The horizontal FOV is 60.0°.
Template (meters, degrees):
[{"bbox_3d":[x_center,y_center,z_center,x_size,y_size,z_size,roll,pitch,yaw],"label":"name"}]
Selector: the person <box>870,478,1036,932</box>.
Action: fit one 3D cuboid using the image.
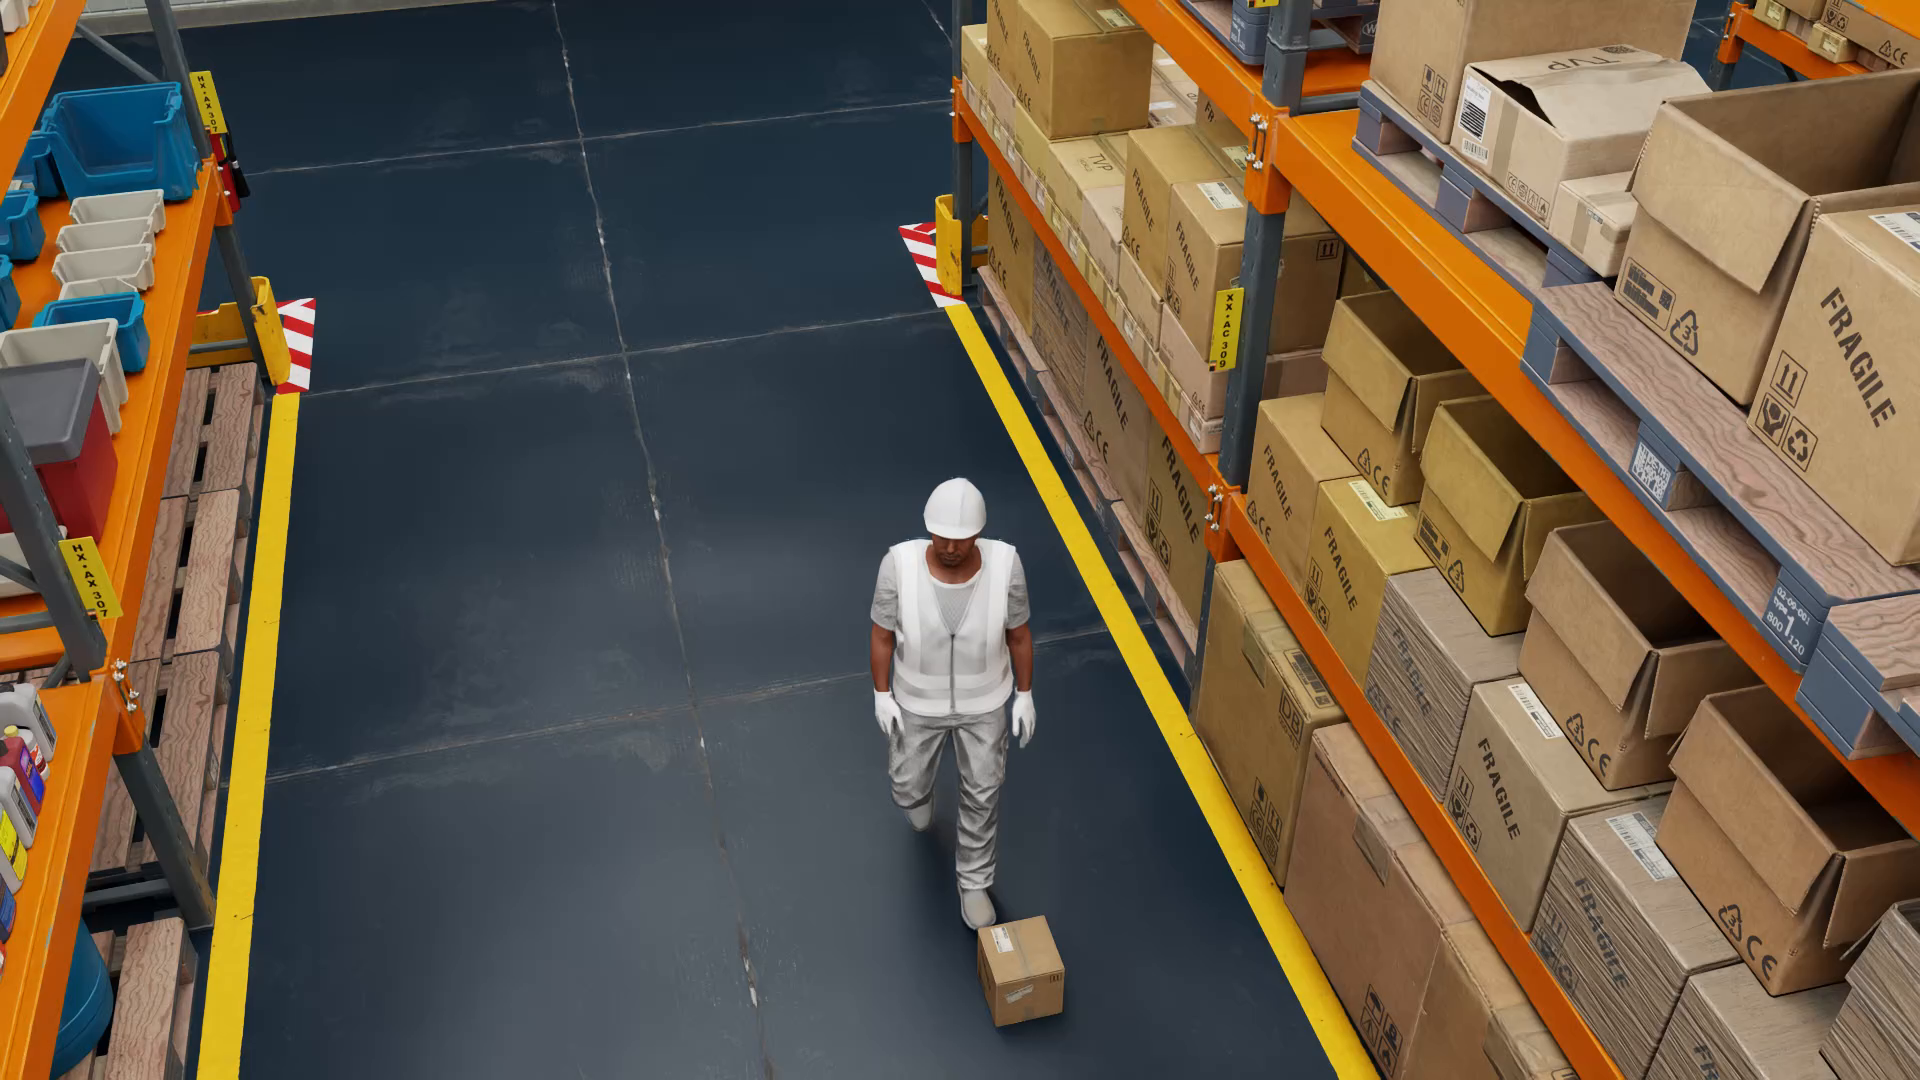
[{"bbox_3d":[-0.022,0.575,5.946,0.591,1.771,0.740,-2,38,-2],"label":"person"}]
